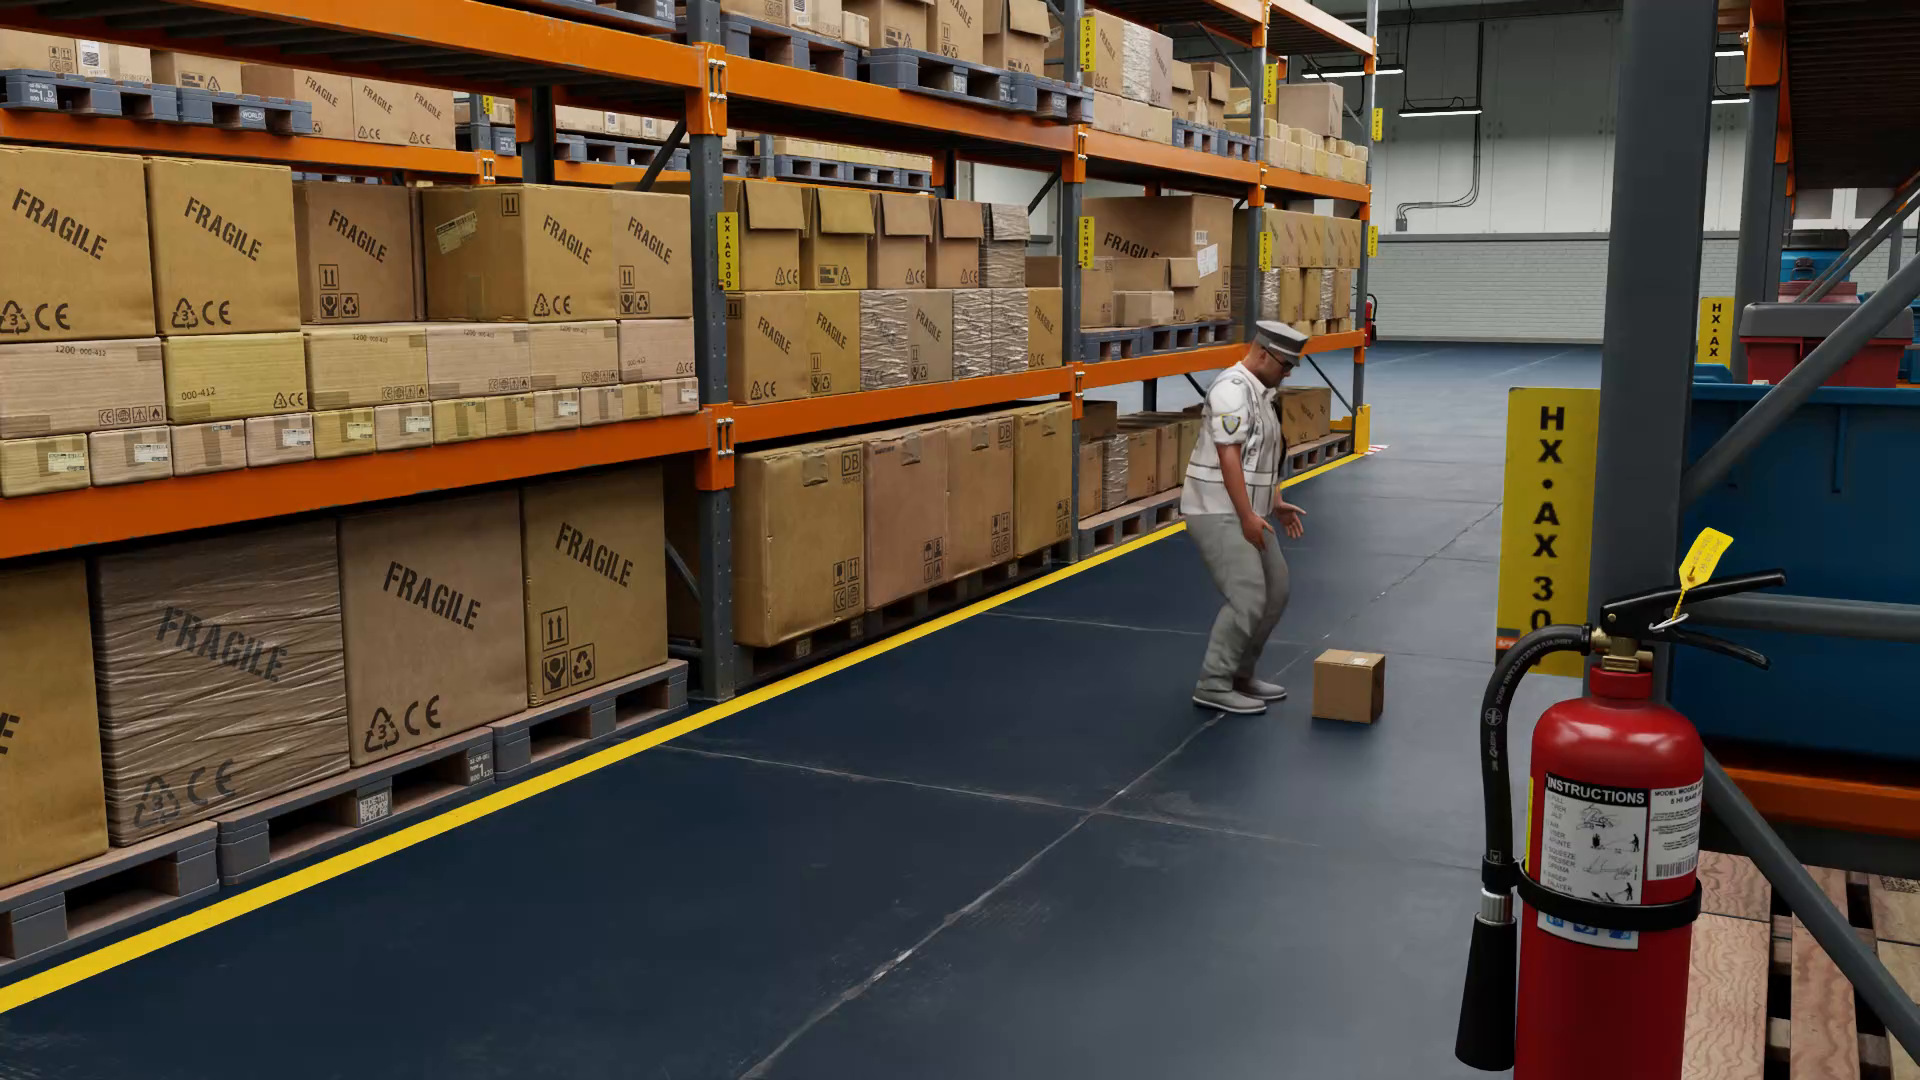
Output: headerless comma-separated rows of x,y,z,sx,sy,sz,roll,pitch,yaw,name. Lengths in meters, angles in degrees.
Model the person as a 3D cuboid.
1.250,-0.112,7.290,0.517,1.690,0.561,5,10,27,person
